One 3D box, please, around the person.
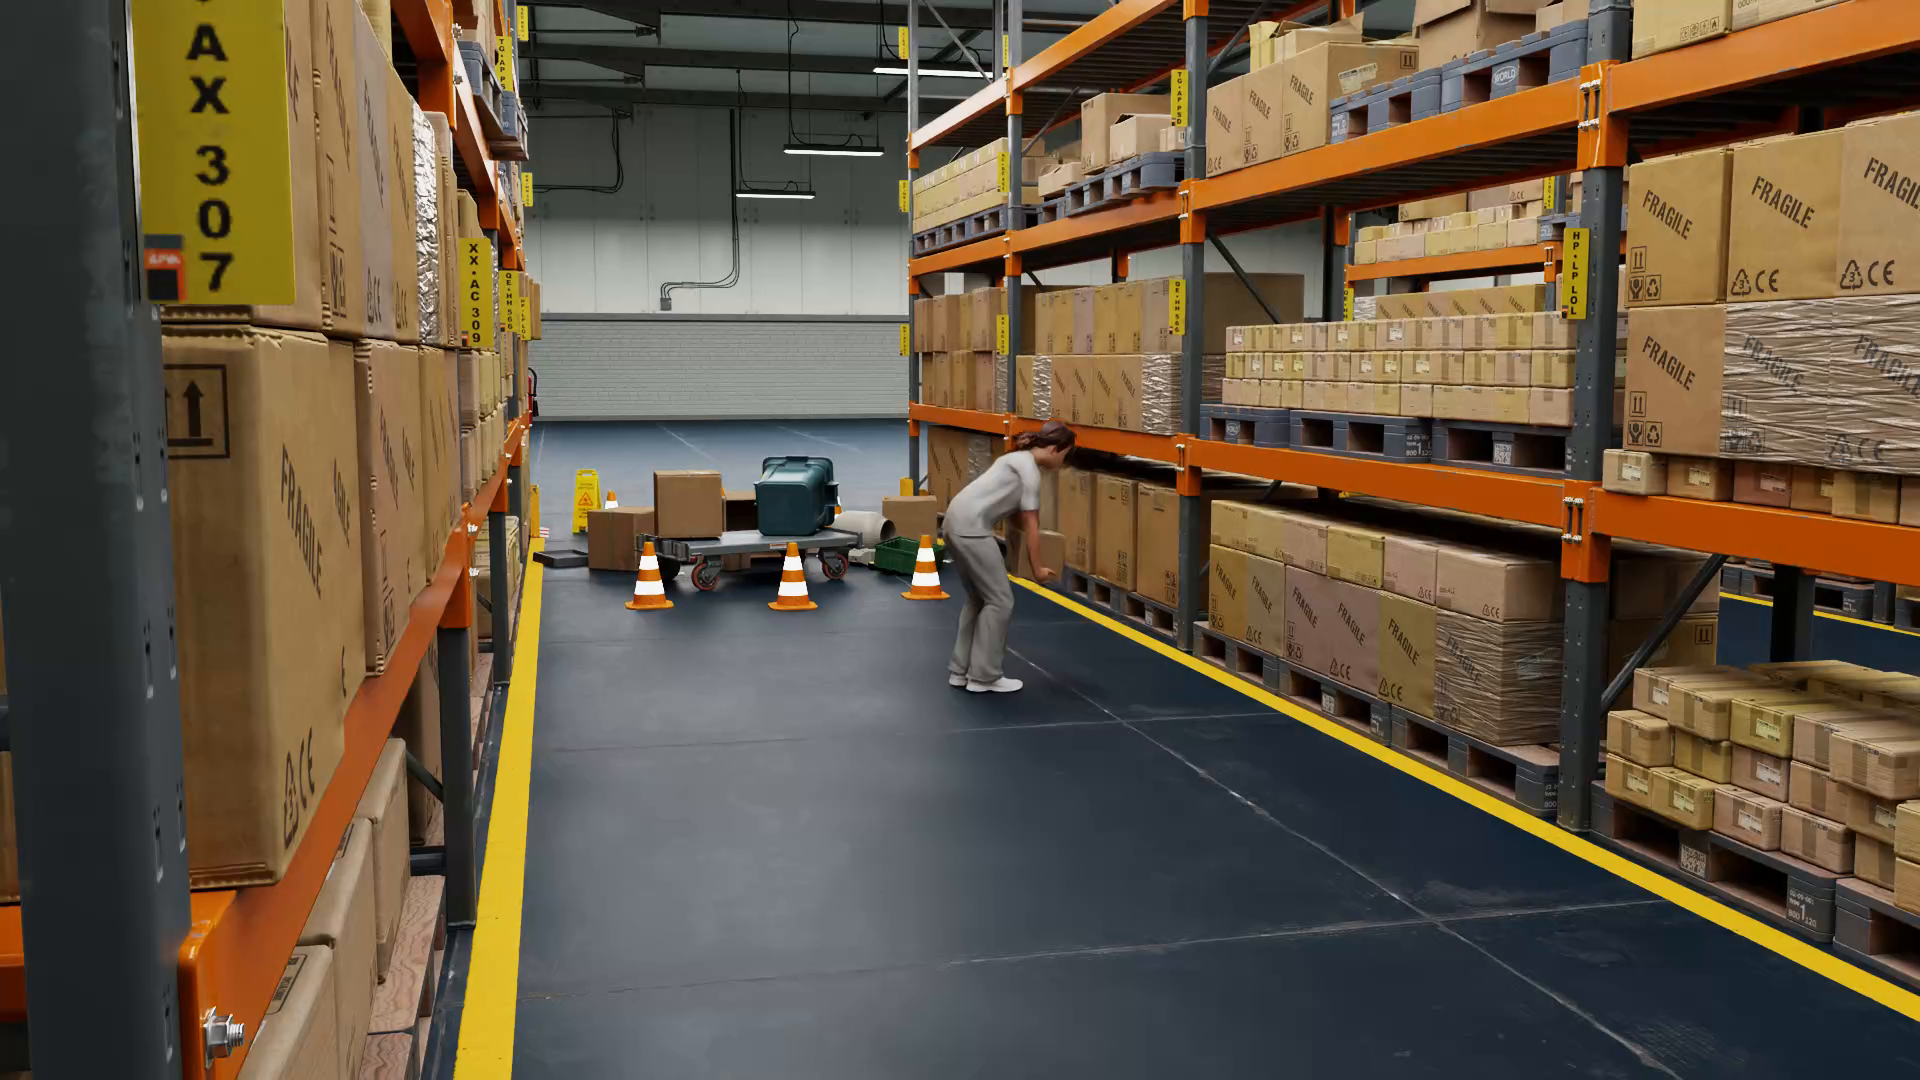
[{"bbox_3d":[0.267,0.081,8.971,0.728,1.449,0.400,-2,6,-15],"label":"person"}]
